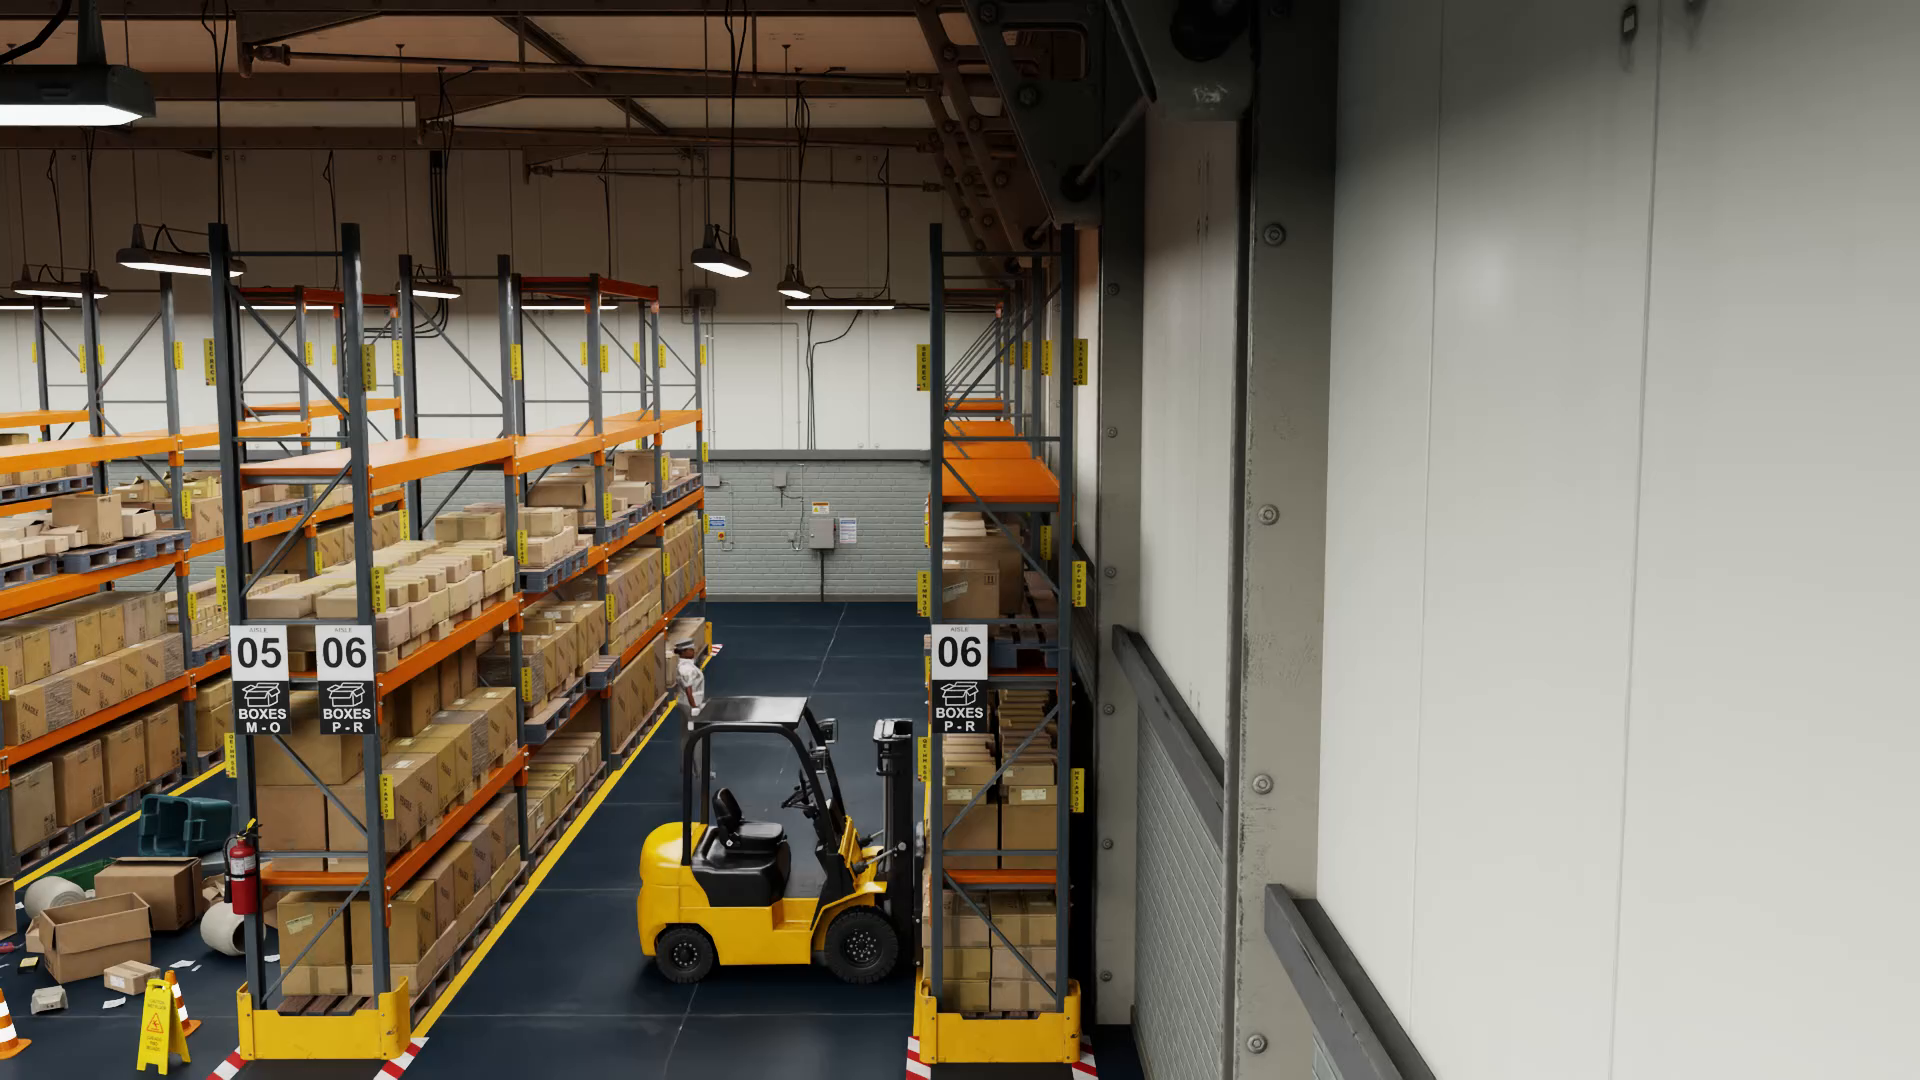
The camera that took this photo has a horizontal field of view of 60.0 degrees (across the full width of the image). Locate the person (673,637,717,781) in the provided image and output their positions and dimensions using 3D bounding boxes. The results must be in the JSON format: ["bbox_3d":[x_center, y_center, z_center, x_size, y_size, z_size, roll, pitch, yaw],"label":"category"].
[{"bbox_3d":[-3.103,1.964,19.430,0.438,1.672,0.517,-3,8,-27],"label":"person"}]
